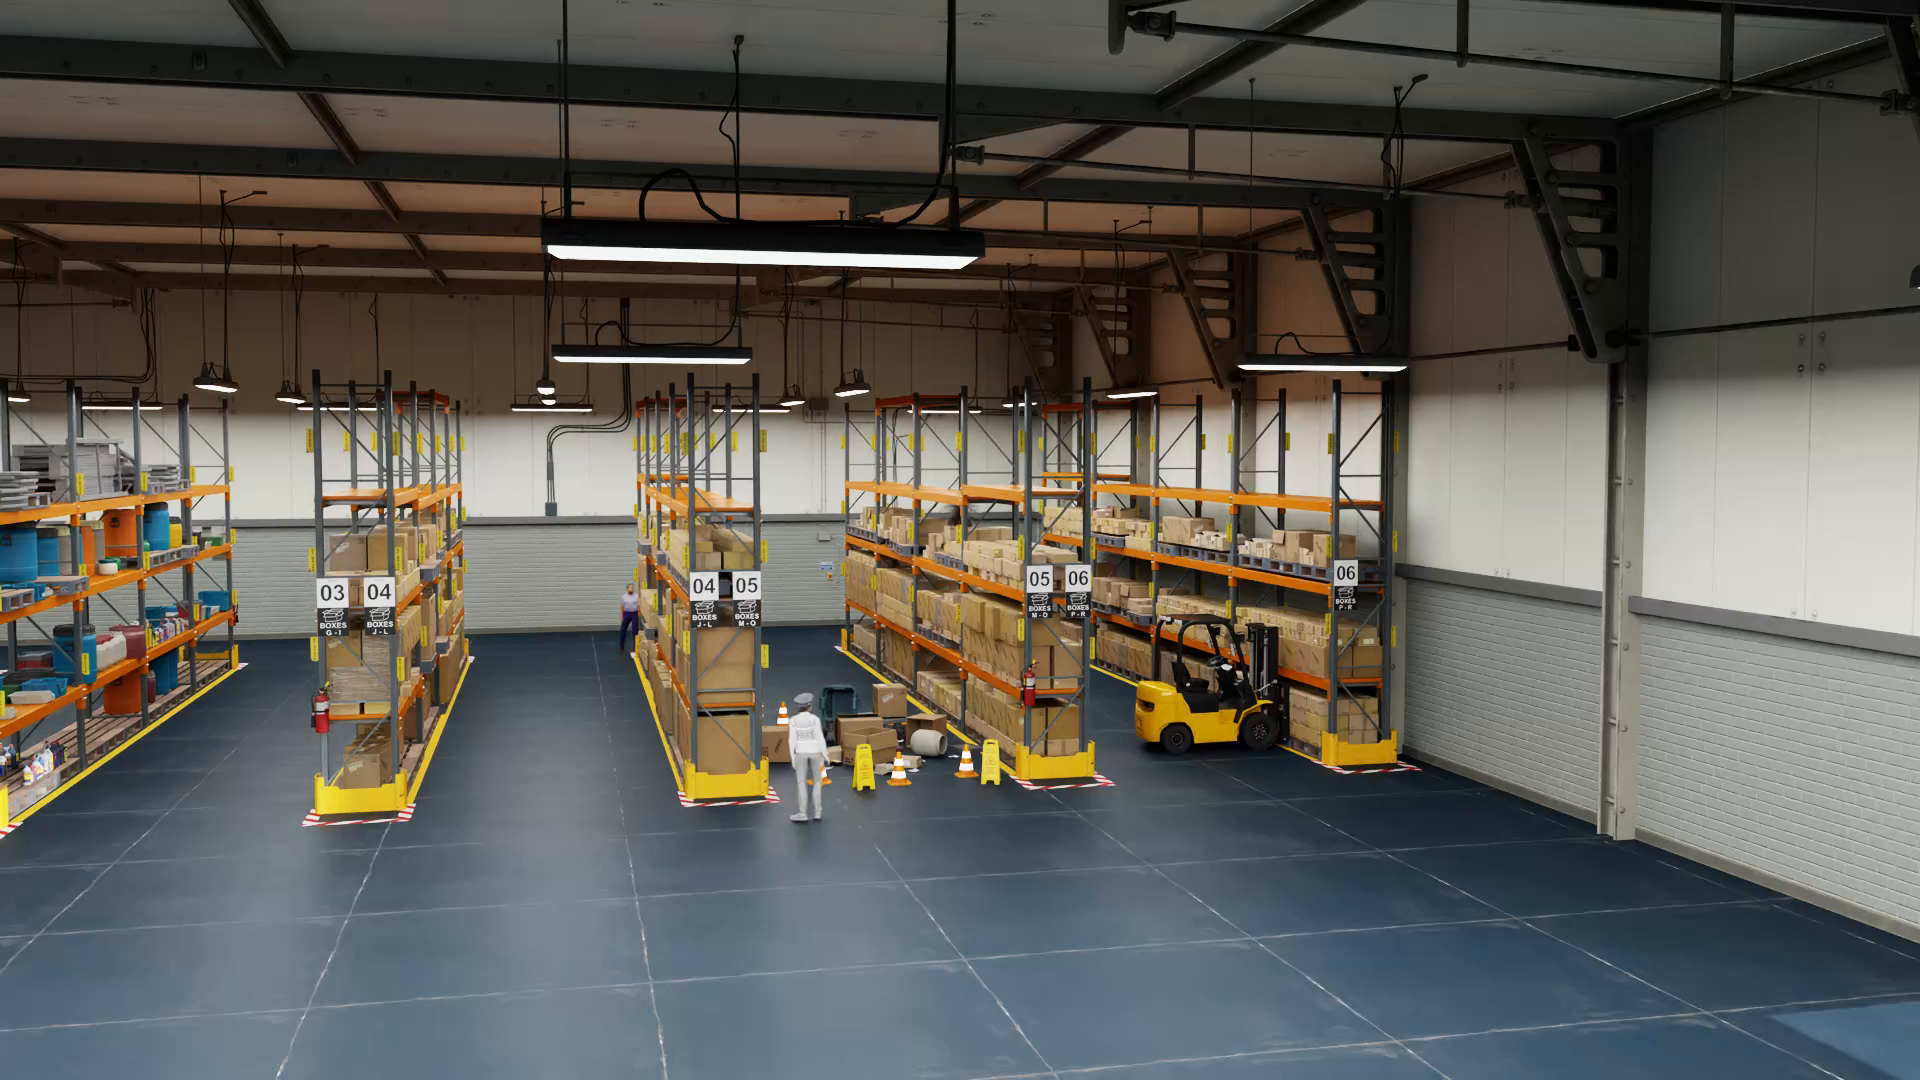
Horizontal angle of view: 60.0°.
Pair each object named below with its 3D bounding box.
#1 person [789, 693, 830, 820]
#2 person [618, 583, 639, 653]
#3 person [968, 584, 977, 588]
[{"bbox_3d":[-2.002,2.888,22.105,0.548,1.719,0.391,0,3,-3],"label":"person"},{"bbox_3d":[-7.960,1.879,40.058,0.546,1.669,0.455,0,3,2],"label":"person"},{"bbox_3d":[0.220,1.693,42.173,1.050,1.734,0.627,-1,3,-17],"label":"person"}]
